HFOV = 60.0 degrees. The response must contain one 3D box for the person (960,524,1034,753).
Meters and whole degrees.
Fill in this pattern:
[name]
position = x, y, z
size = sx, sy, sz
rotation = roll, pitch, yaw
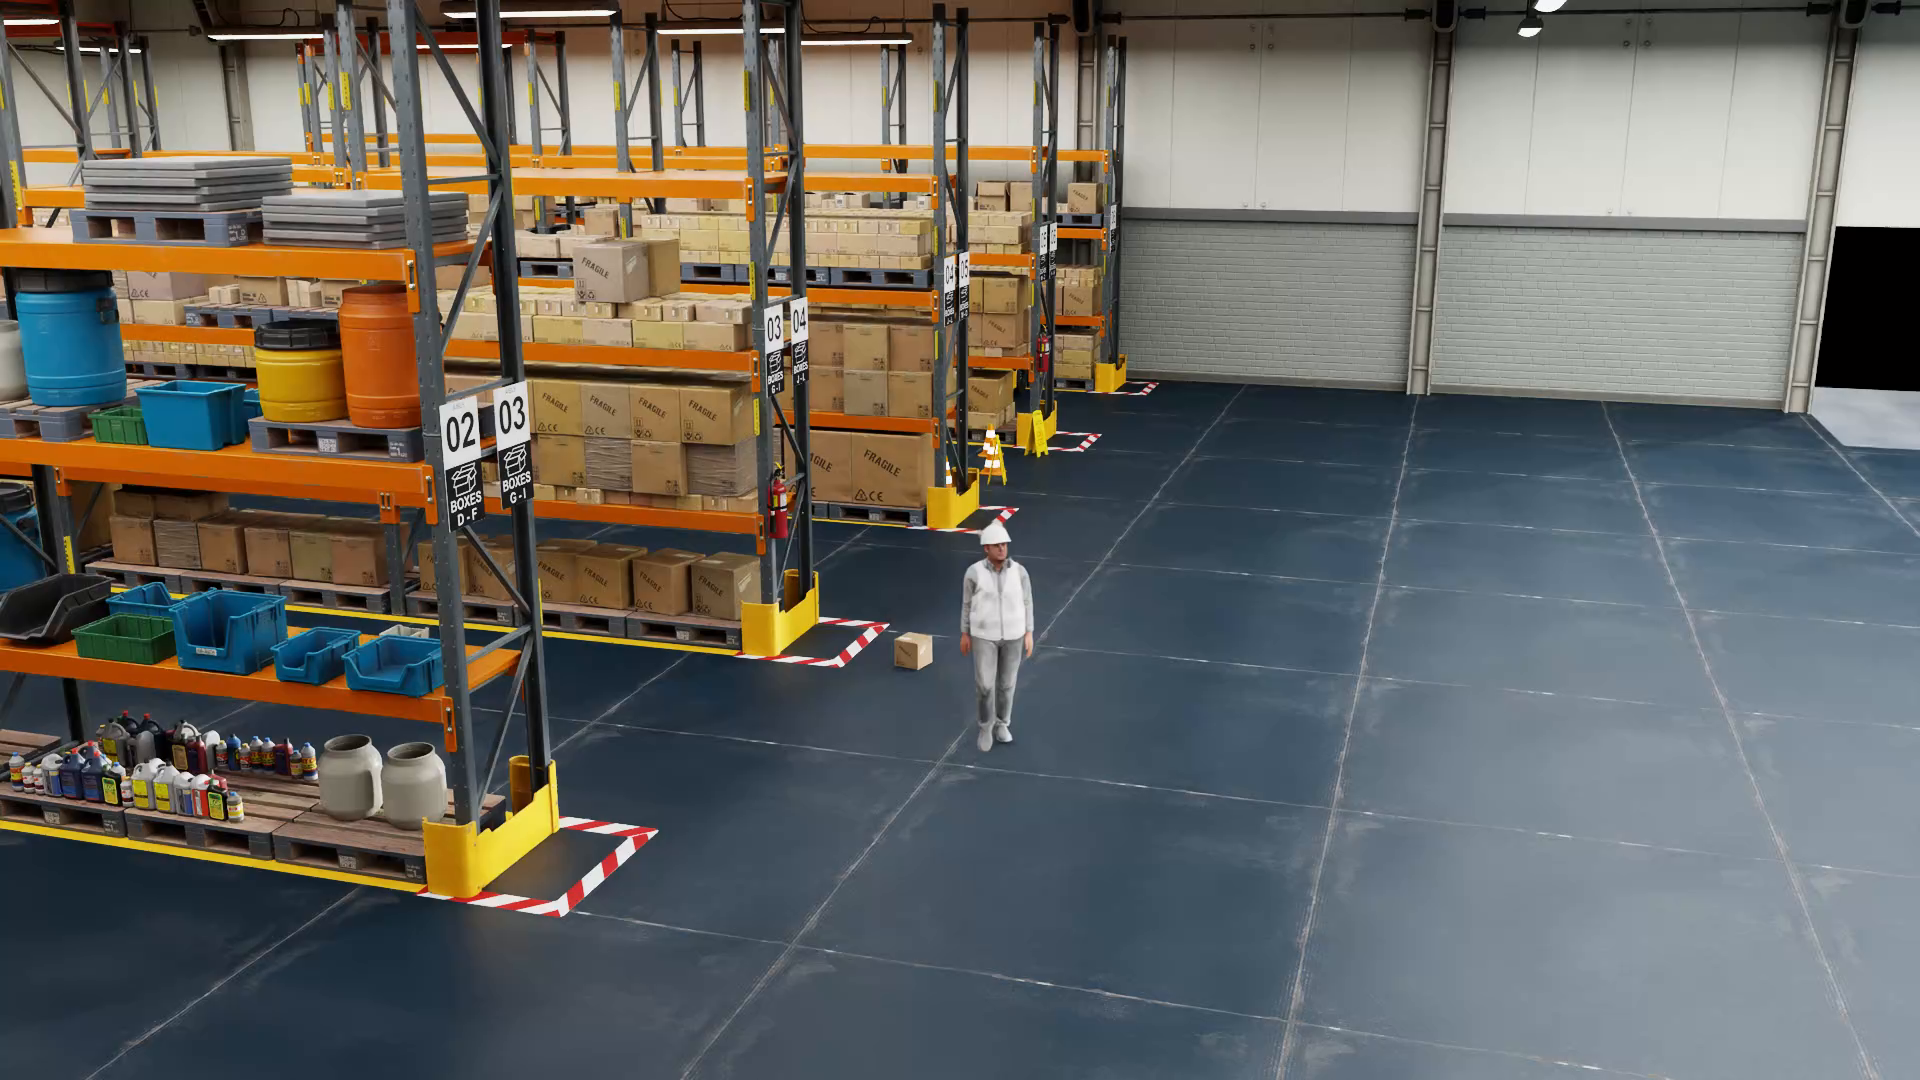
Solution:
[person]
position = 0.309, 0.780, 13.033
size = 0.566, 1.806, 0.512
rotation = -3, 15, -11
